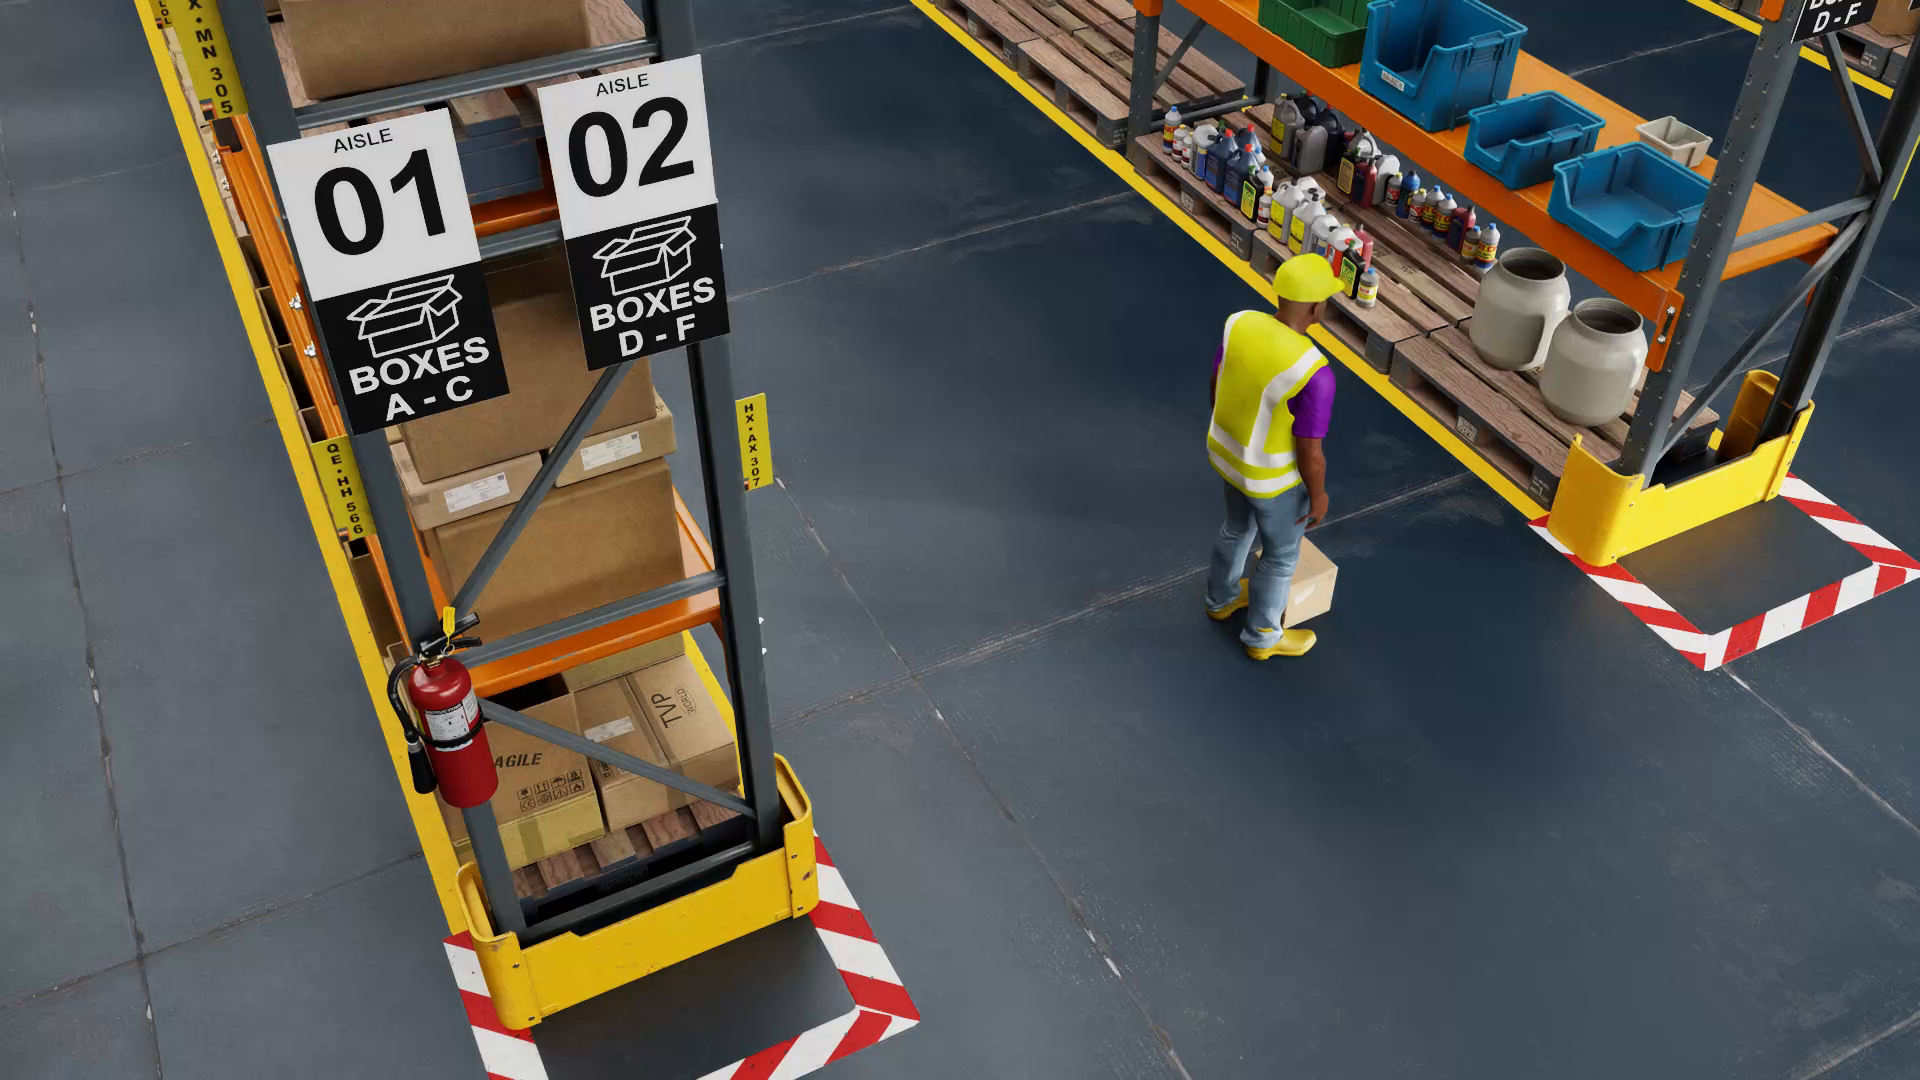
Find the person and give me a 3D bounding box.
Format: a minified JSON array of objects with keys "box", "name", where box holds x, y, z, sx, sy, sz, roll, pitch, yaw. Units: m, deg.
[{"box":[1.212,-0.318,6.511,0.460,1.759,0.629,-21,45,-23],"name":"person"}]
